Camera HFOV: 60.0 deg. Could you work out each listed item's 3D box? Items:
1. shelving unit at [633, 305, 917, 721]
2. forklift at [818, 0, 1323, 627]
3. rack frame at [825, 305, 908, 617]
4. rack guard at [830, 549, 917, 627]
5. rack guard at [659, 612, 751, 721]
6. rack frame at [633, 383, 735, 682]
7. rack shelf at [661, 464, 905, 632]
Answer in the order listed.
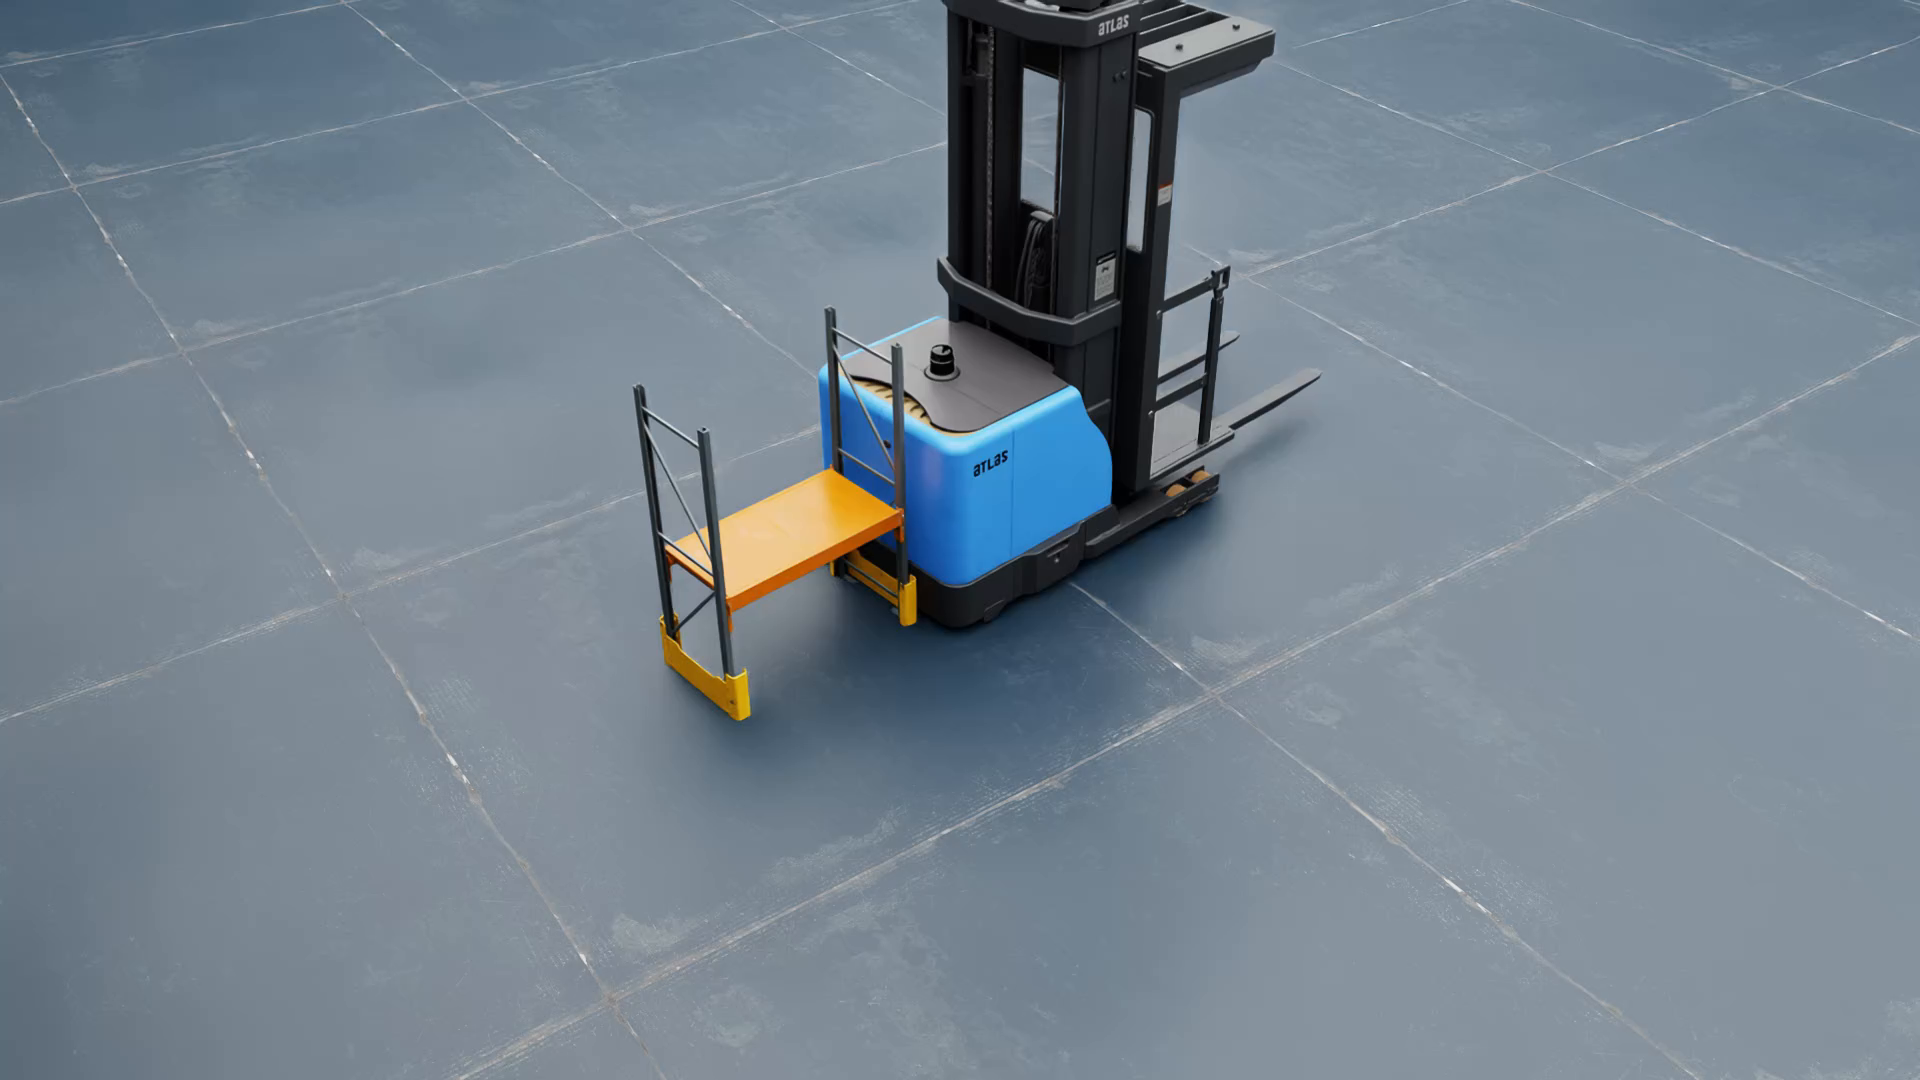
[{"bbox_3d":[-0.794,-0.133,7.464,1.083,1.500,0.587,-28,44,-33],"label":"shelving unit"},{"bbox_3d":[0.738,-1.516,8.161,3.031,2.935,1.130,-28,44,-33],"label":"forklift"},{"bbox_3d":[-0.427,-0.330,7.738,0.032,1.500,0.500,-28,44,-33],"label":"rack frame"},{"bbox_3d":[-0.428,0.178,8.102,0.087,0.250,0.587,-28,44,-33],"label":"rack guard"},{"bbox_3d":[-1.161,0.571,7.555,0.087,0.250,0.587,-28,44,-33],"label":"rack guard"},{"bbox_3d":[-1.175,0.072,7.179,0.032,1.500,0.500,-28,44,-33],"label":"rack frame"},{"bbox_3d":[-0.801,0.017,7.564,1.000,0.185,0.538,-28,44,-33],"label":"rack shelf"}]
